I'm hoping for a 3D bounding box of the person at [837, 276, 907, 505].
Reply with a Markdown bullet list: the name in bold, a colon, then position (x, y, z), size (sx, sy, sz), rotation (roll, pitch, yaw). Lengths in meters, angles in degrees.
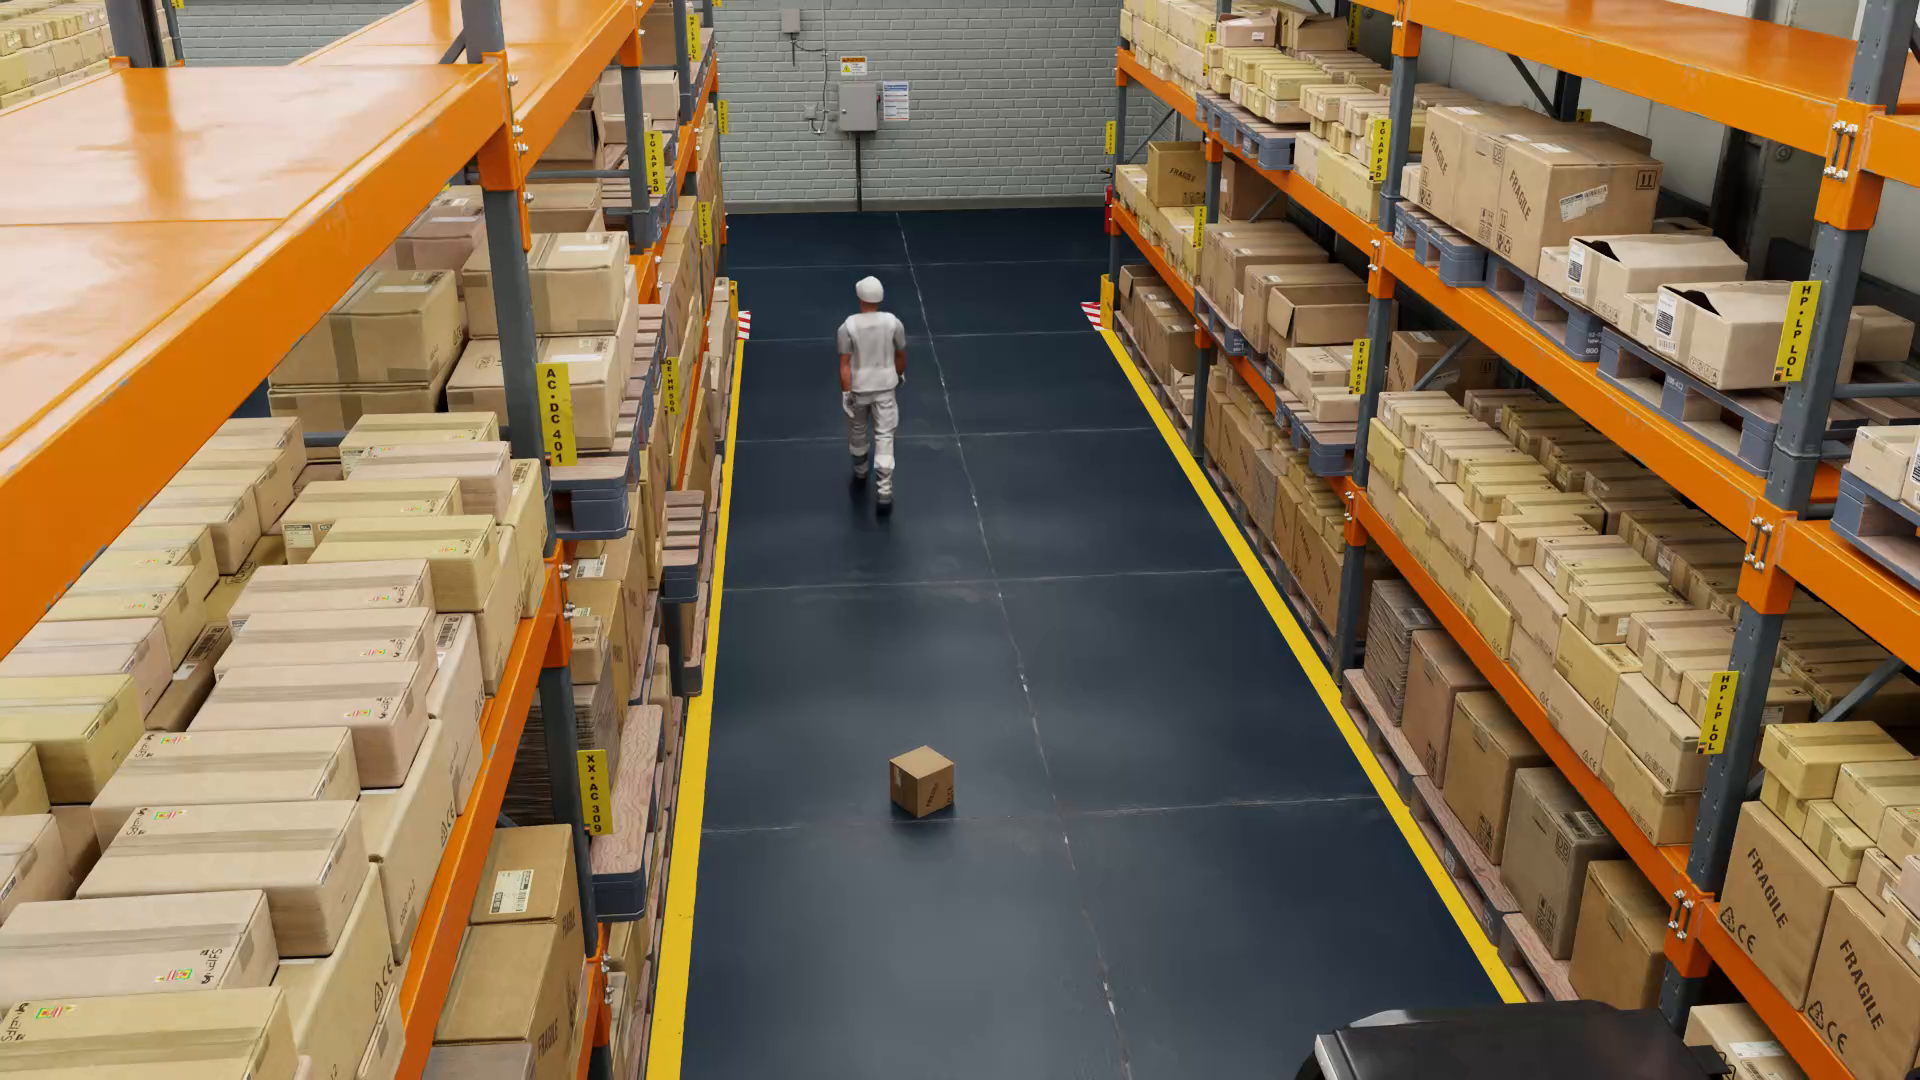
- **person**: position (-0.675, -1.201, 12.831), size (0.534, 1.743, 1.043), rotation (-2, 24, -5)
